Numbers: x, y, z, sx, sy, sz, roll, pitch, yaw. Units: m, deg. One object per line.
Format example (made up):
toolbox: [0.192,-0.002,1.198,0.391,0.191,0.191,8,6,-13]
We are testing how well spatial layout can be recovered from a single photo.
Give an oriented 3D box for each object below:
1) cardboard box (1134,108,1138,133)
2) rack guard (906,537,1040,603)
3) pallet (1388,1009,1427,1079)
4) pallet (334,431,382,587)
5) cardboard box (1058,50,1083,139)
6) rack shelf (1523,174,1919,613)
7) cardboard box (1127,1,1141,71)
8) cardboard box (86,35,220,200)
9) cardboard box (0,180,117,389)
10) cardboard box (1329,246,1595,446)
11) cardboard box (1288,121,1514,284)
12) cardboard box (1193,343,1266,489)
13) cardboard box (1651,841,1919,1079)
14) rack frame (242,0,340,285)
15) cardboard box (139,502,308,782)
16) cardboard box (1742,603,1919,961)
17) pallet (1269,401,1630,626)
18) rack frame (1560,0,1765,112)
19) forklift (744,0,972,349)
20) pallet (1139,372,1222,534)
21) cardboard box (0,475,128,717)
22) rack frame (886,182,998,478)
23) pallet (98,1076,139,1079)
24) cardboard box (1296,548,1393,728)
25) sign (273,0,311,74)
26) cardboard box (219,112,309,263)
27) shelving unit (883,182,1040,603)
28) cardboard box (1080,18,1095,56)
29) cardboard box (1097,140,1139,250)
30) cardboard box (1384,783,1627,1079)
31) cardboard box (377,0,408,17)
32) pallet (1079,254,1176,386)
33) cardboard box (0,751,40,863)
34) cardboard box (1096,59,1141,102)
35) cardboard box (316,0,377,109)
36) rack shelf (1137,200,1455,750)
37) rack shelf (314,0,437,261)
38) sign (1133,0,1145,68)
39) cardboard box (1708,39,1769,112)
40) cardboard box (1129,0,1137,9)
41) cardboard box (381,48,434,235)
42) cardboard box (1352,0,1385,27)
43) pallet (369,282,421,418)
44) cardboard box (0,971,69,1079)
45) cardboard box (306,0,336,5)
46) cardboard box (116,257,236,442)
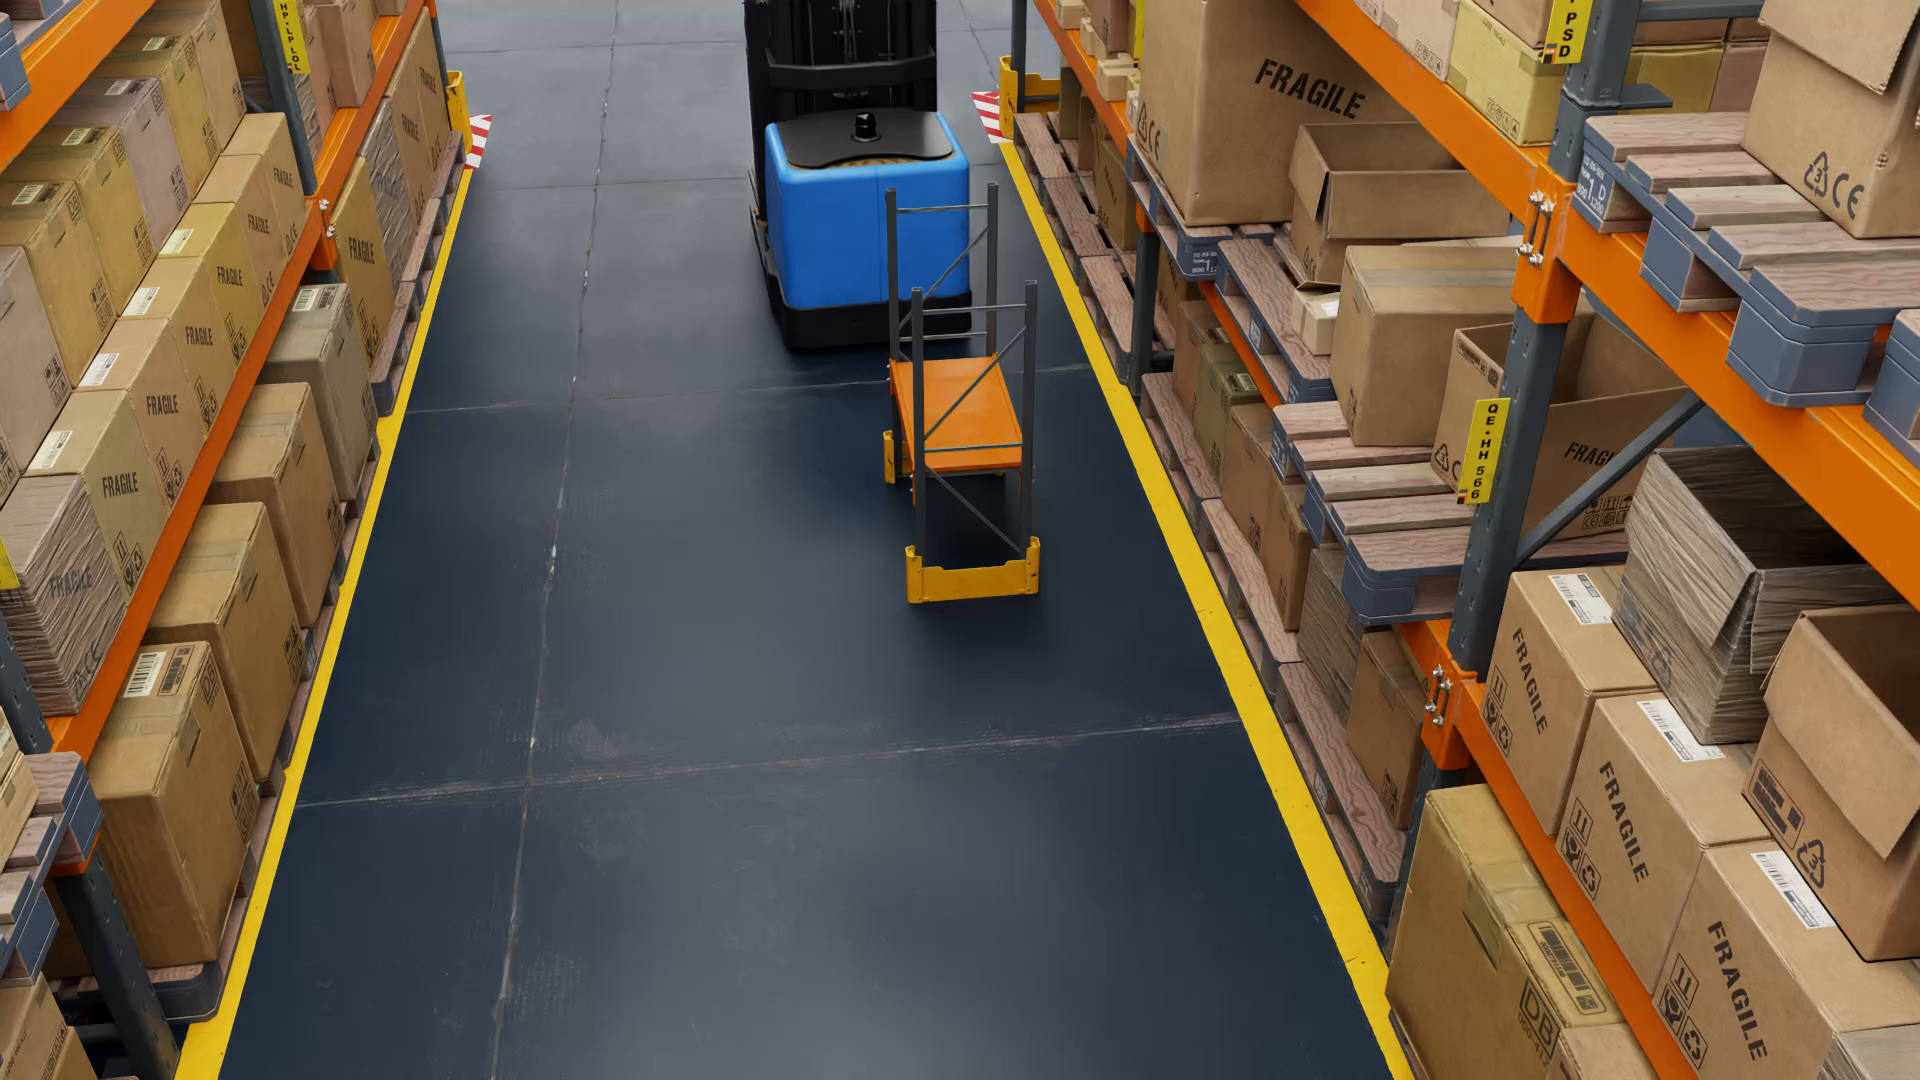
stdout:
cardboard box: [1.088,-2.063,8.337,0.380,0.149,0.250,-4,35,-6]
rack guard: [0.057,0.132,7.334,0.587,0.250,0.087,-4,35,-6]
pallet: [1.978,1.761,4.978,1.003,0.211,1.213,-4,35,-6]
pallet: [-3.342,-0.173,7.816,1.003,0.211,1.213,-4,35,-6]
cardboard box: [0.938,-3.092,11.470,0.500,0.500,0.500,2,34,2]
rack shelf: [2.215,0.337,2.567,1.077,0.370,4.000,-4,35,-6]
cardboard box: [1.377,-2.771,8.799,0.875,0.500,0.500,-4,35,-6]
cardboard box: [-3.376,-1.641,6.517,0.700,0.500,0.500,-5,35,-7]
cardboard box: [-3.173,-0.792,5.271,0.700,0.500,0.500,-5,35,-7]
cardboard box: [1.660,-0.654,5.584,0.700,0.500,0.500,0,34,1]
cardboard box: [1.733,-1.325,6.566,0.797,0.503,0.637,-1,34,-1]
cardboard box: [1.515,-0.606,7.805,0.700,0.500,0.500,-5,35,-7]
cardboard box: [1.886,0.987,3.549,0.500,0.500,0.500,-5,35,-7]
rack frame: [-3.520,-1.750,7.654,1.000,3.000,0.127,-4,35,-6]
cardboard box: [-3.096,0.404,6.118,1.050,0.750,0.750,-4,34,-6]
cardboard box: [2.114,0.480,3.402,0.797,0.503,0.637,-4,34,-5]
pallet: [1.745,-0.147,5.473,1.213,0.211,1.003,-4,35,-6]
rack frame: [1.946,-2.316,3.158,1.000,3.000,0.127,-4,35,-6]
forklift: [-0.725,-3.090,9.681,1.130,2.935,3.031,-6,35,-9]
pallet: [1.515,-0.482,8.270,1.003,0.211,1.213,-4,35,-6]
cardboard box: [-2.775,0.170,4.748,0.500,0.500,0.500,-4,34,-6]
rack frame: [-0.080,-0.951,7.814,0.500,1.500,0.032,-4,35,-6]
pallet: [-2.878,2.071,4.524,1.003,0.211,1.213,-4,35,-6]
cardboard box: [1.749,0.333,6.426,0.700,0.500,0.500,-7,35,-10]
sign: [-2.984,-2.242,7.418,0.100,0.325,0.005,-4,35,-6]
cardboard box: [-3.185,-1.520,7.228,0.500,0.500,0.500,-5,35,-7]
shelving unit: [-0.010,-0.662,7.390,0.587,1.500,1.083,-4,35,-6]
cardboard box: [0.901,-2.901,9.566,0.380,0.149,0.250,-4,35,-6]
cardboard box: [1.148,-2.095,10.008,0.500,0.500,0.500,-7,35,-11]
cardboard box: [2.019,1.254,4.760,1.225,0.875,0.875,-6,35,-9]
cardboard box: [-3.868,-3.535,10.140,0.875,0.550,0.550,-4,35,-6]
pallet: [1.283,-1.289,9.454,1.003,0.211,1.213,-4,35,-6]
cardboard box: [-2.460,0.653,3.978,0.380,0.149,0.250,-4,34,-6]
cardboard box: [0.946,-2.478,8.946,0.380,0.149,0.250,-4,35,-6]
cardboard box: [-3.634,-2.632,8.816,0.875,0.550,0.550,-4,35,-6]
rack shelf: [1.677,-0.656,6.687,1.077,0.370,4.000,-4,35,-6]
rack shelf: [-3.789,-2.569,9.494,1.077,0.370,4.000,-4,35,-6]
sign: [0.872,-2.381,7.812,0.100,0.325,0.005,-4,35,-6]
cardboard box: [2.135,-1.296,4.458,0.500,0.250,0.500,-4,34,-6]
cardboard box: [1.075,-2.877,8.067,0.500,0.500,0.500,-4,35,-6]
cardboard box: [-3.781,-2.413,10.141,0.875,0.875,0.875,-5,35,-7]
cardboard box: [1.494,-1.817,5.223,0.500,0.250,0.500,-3,34,-5]
pallet: [-3.545,-1.028,9.071,1.003,0.211,1.213,-4,35,-6]
cardboard box: [-2.630,1.394,4.222,0.500,0.250,0.500,-5,35,-8]
cardboard box: [-3.661,-3.076,8.508,0.875,0.550,0.550,-4,35,-6]
cardboard box: [-2.978,-0.673,5.985,0.500,0.500,0.500,-5,35,-7]
